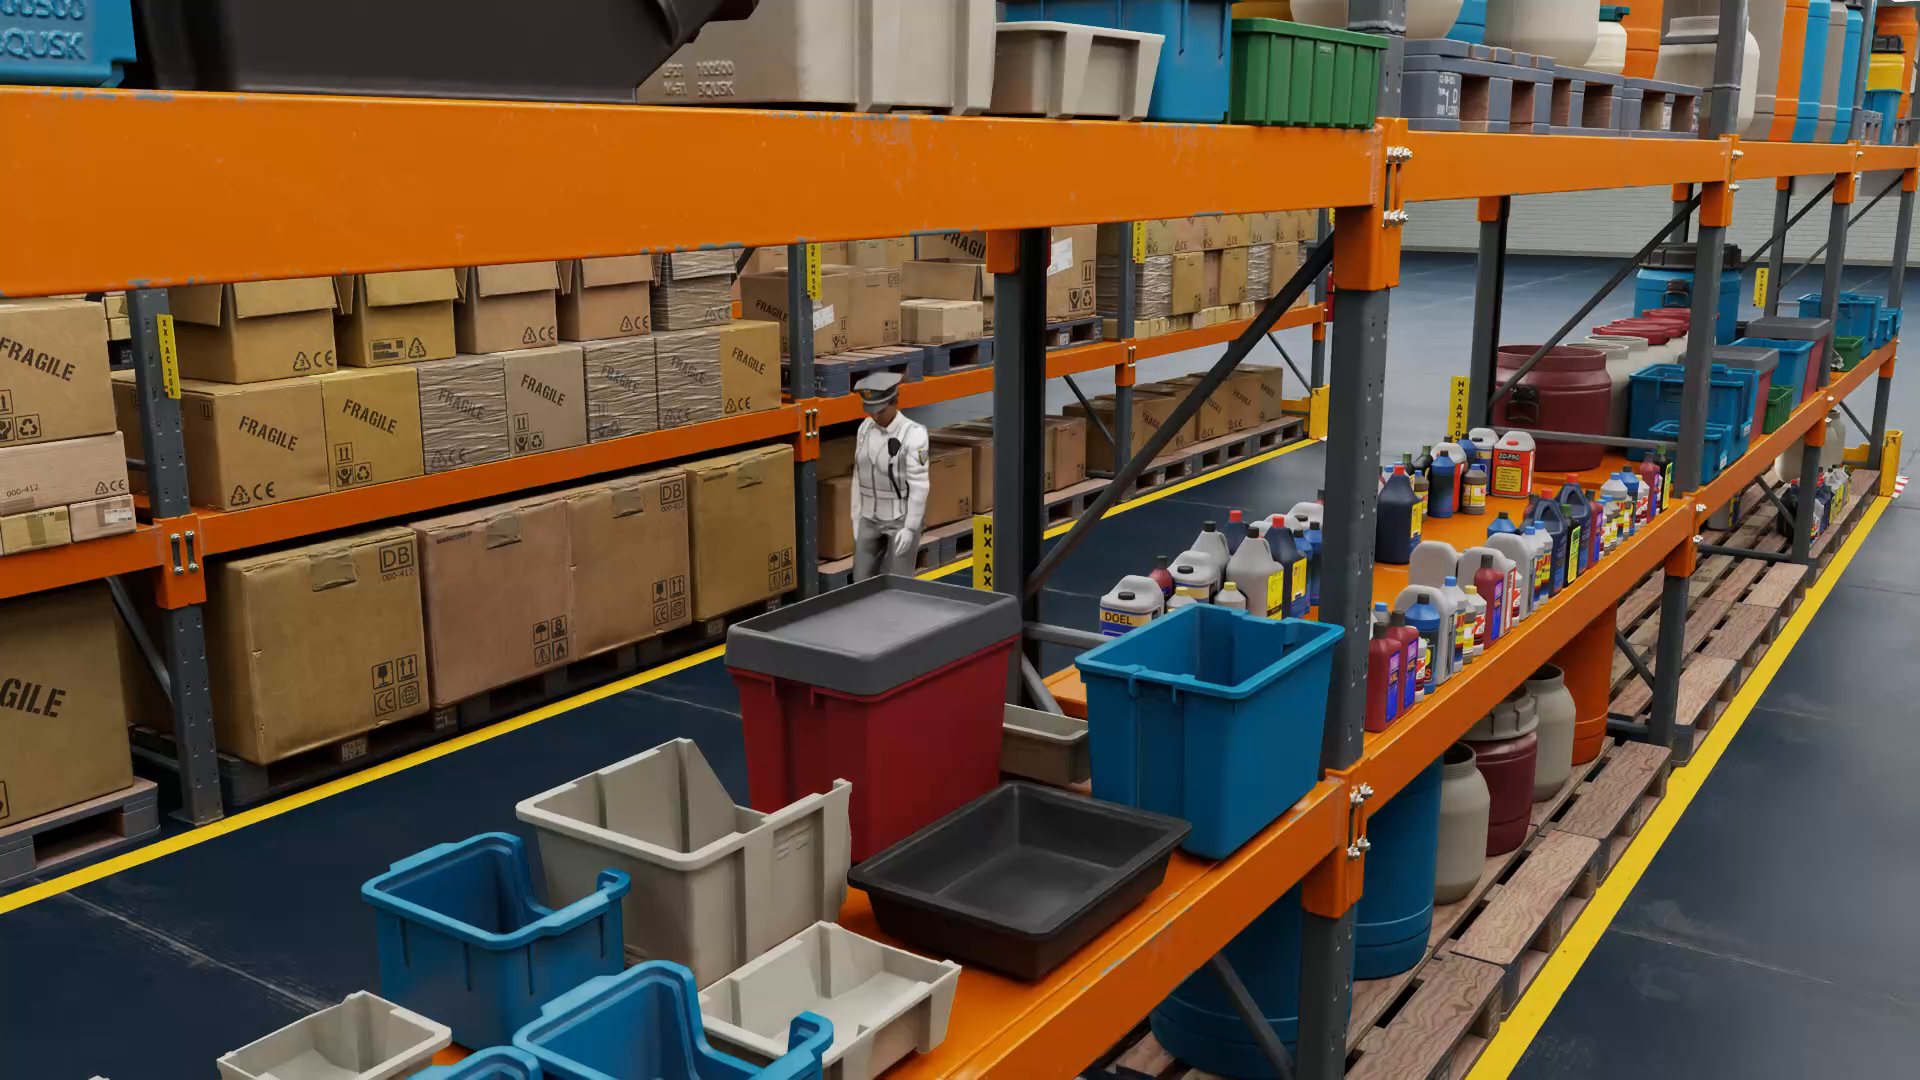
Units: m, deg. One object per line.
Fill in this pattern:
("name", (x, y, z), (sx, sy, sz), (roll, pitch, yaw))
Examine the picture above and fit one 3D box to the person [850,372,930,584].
("person", (-0.379, -0.070, 8.844), (0.488, 1.647, 0.396), (9, 16, 34))
